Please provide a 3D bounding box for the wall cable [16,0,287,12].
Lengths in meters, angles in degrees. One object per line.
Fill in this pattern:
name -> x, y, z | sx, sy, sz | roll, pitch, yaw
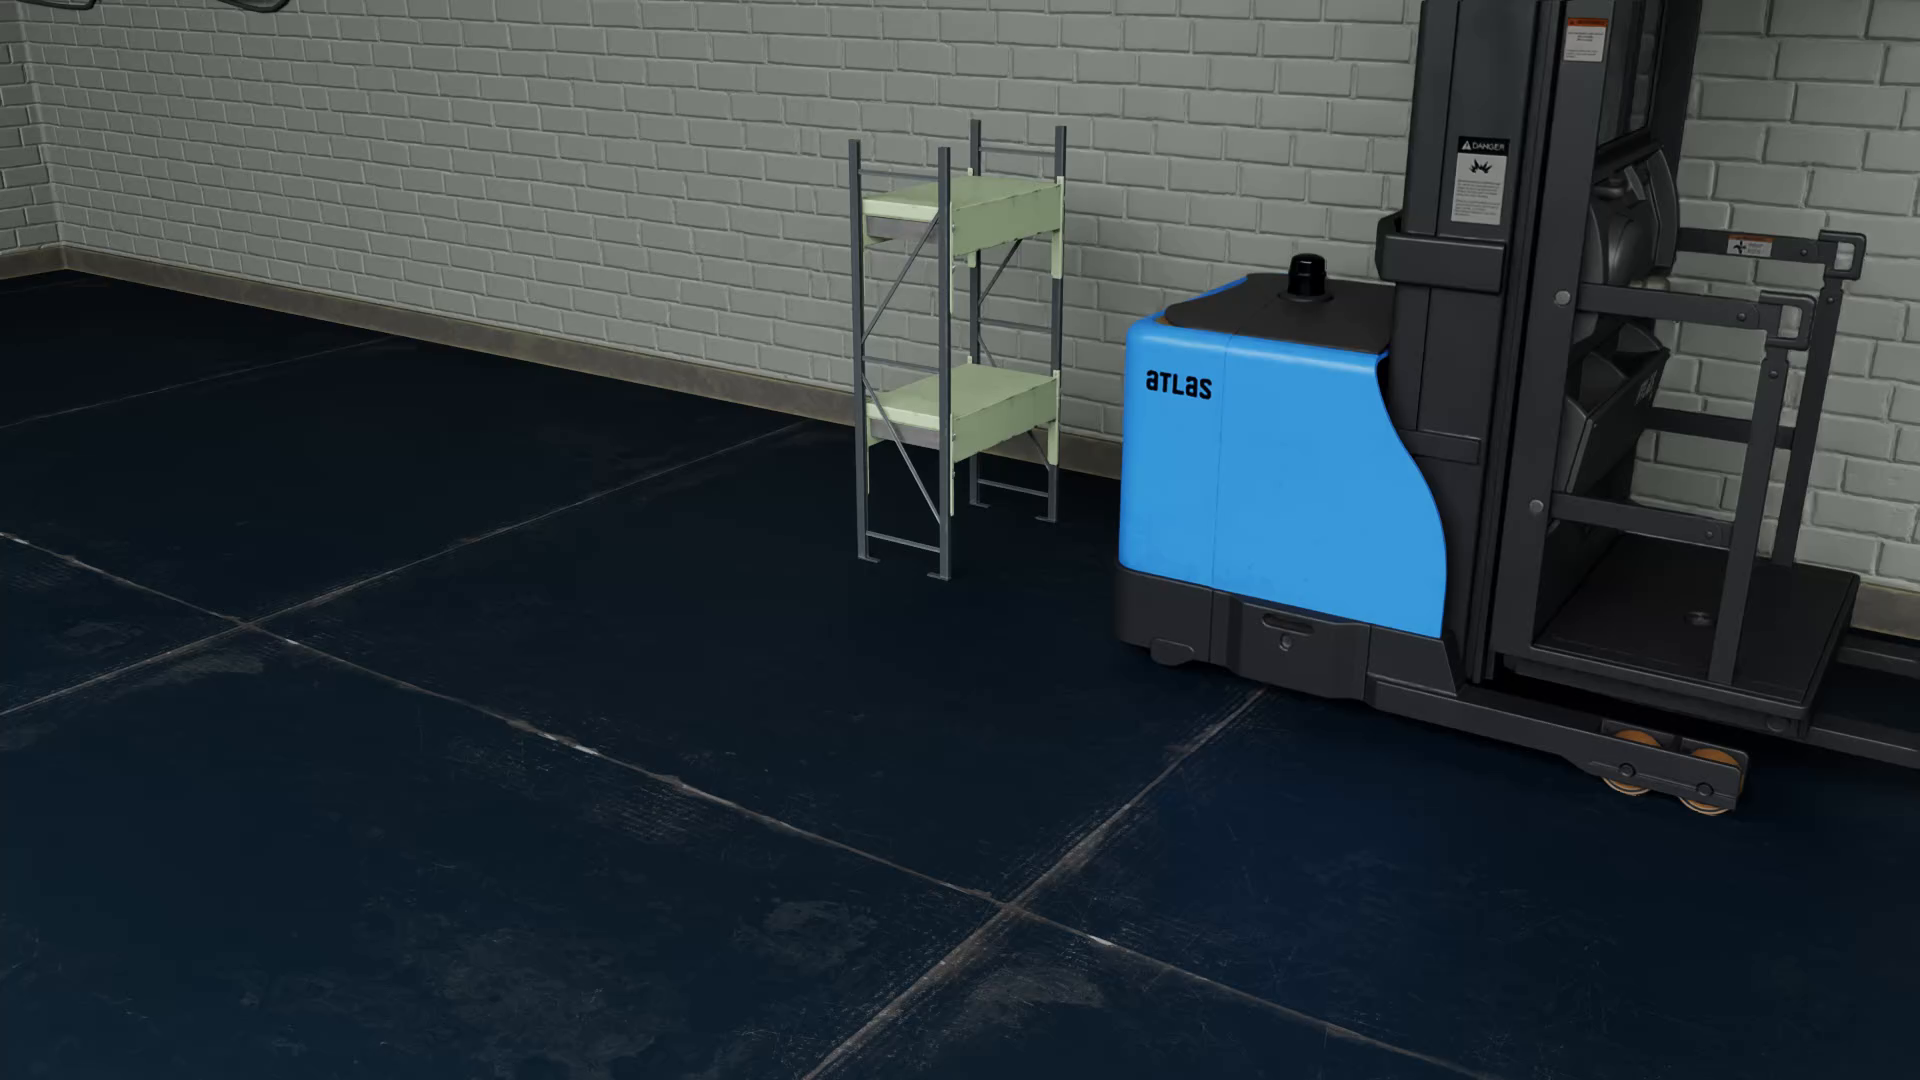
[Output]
wall cable -> -4.840, -4.302, 9.401 | 3.097, 2.526, 0.112 | 13, 24, 32

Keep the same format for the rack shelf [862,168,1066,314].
rack shelf -> 0.004, -1.071, 5.875 | 0.431, 0.370, 0.720 | 13, 24, 32

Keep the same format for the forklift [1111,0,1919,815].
forklift -> 1.992, -0.870, 4.391 | 3.031, 2.935, 1.130 | 13, 24, 31

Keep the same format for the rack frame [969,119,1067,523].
rack frame -> 0.209, -0.810, 6.294 | 0.400, 1.500, 0.023 | 13, 24, 32

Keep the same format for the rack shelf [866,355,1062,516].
rack shelf -> 0.004, -0.400, 6.123 | 0.431, 0.370, 0.720 | 13, 24, 32

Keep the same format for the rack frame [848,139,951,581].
rack frame -> -0.202, -0.600, 5.726 | 0.400, 1.500, 0.023 | 13, 24, 32

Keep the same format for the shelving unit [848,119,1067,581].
shelving unit -> 0.004, -0.705, 6.010 | 0.431, 1.500, 0.755 | 13, 24, 32
